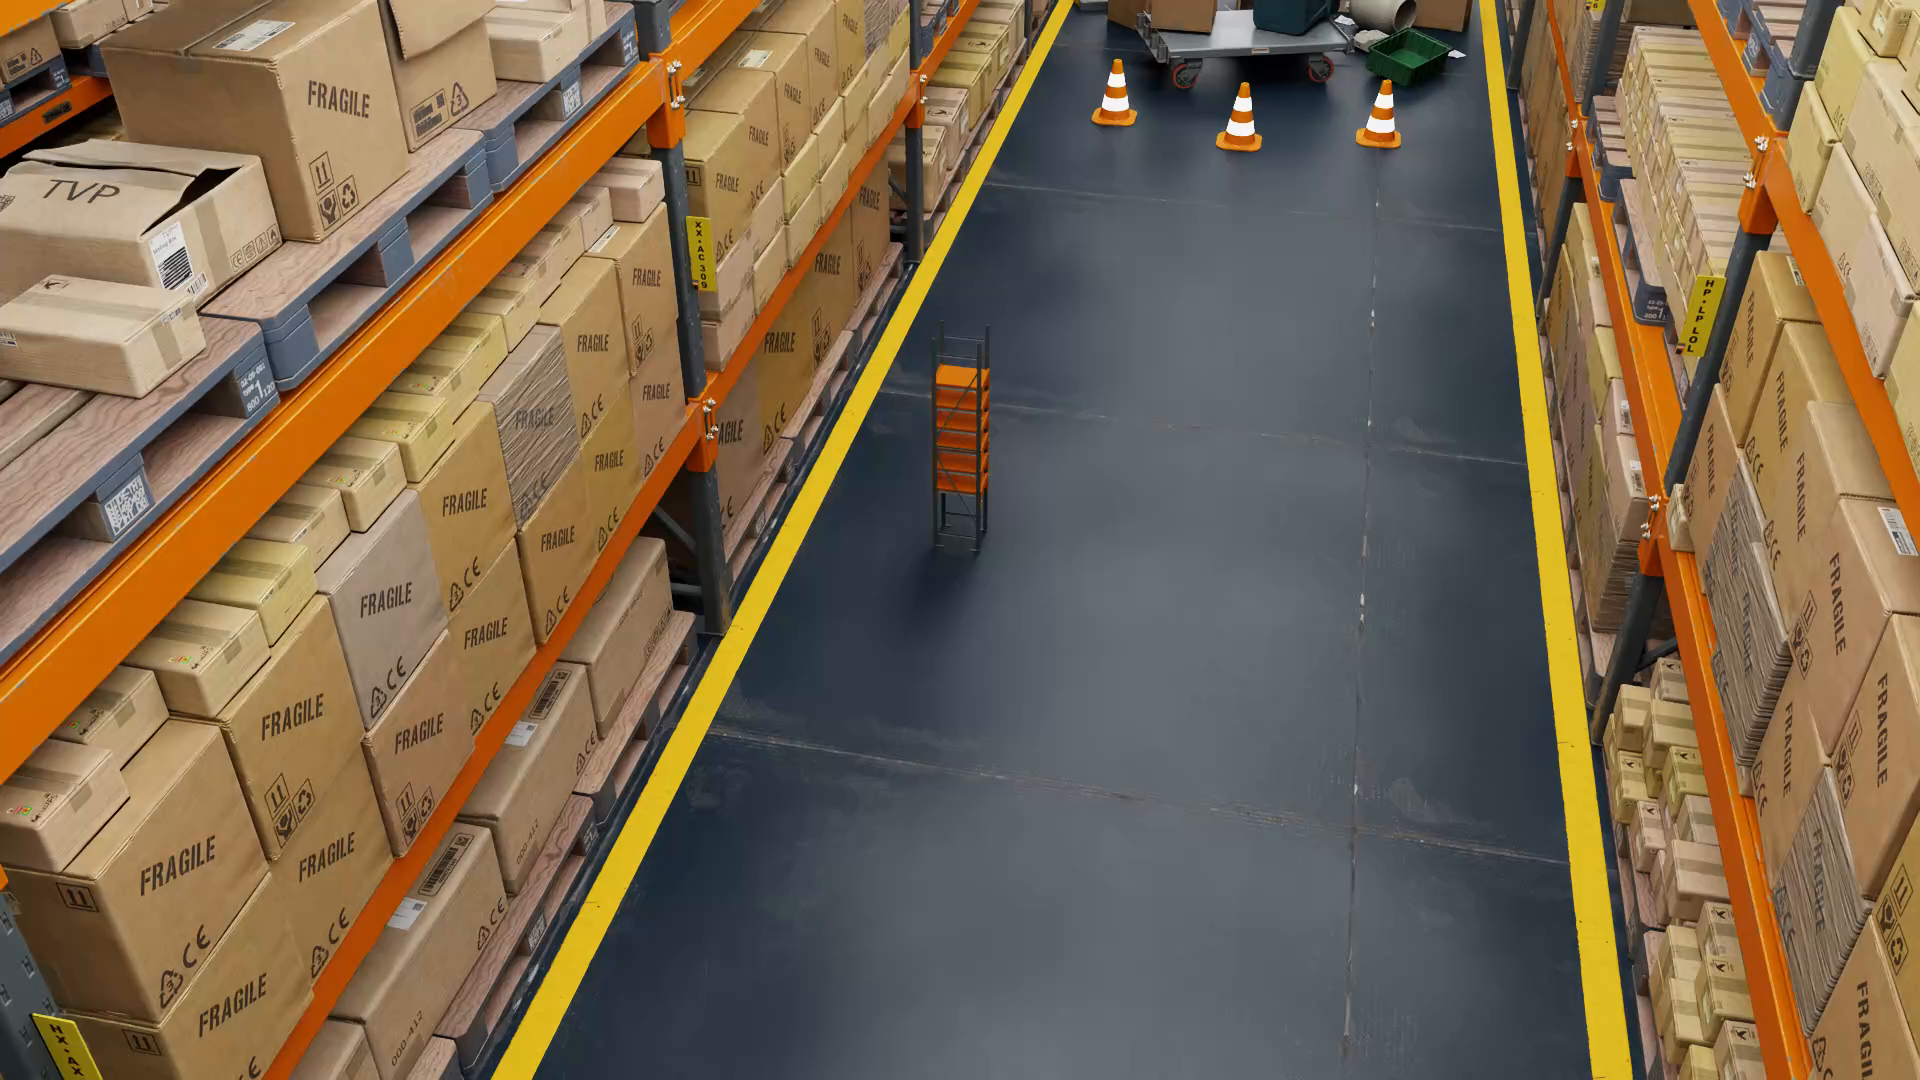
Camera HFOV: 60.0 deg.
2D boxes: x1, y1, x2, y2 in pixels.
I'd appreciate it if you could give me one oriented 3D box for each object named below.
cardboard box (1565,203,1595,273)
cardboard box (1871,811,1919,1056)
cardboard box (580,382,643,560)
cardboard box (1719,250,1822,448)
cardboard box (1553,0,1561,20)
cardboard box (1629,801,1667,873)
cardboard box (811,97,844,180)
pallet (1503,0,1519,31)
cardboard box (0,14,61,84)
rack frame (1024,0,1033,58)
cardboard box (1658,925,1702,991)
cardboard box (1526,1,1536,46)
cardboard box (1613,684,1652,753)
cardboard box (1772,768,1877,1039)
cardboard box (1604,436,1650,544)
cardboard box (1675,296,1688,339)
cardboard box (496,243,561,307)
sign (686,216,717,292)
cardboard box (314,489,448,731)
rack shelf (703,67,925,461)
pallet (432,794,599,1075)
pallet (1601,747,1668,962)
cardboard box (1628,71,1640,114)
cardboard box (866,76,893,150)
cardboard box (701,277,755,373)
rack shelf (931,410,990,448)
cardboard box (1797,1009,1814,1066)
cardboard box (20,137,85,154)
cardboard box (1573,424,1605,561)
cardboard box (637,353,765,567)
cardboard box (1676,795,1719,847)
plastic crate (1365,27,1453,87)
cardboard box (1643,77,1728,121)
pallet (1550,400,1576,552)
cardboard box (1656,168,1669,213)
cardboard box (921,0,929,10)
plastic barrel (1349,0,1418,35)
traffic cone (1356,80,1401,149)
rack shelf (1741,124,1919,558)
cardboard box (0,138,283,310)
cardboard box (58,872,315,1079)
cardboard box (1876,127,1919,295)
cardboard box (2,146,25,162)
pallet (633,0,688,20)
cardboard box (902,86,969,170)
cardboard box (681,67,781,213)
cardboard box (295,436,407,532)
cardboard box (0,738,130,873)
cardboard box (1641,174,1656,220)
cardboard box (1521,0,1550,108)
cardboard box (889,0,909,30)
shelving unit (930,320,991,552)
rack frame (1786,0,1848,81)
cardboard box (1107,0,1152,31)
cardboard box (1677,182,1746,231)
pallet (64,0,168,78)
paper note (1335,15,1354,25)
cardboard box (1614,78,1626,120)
[{"bbox_3d":[3.734,-1.674,9.407,0.500,0.250,0.500,6,36,8],"label":"cardboard box"},{"bbox_3d":[2.372,0.859,3.588,0.500,0.500,0.500,6,36,8],"label":"cardboard box"},{"bbox_3d":[-1.548,-0.294,6.284,0.500,0.500,0.500,6,36,9],"label":"cardboard box"},{"bbox_3d":[2.929,-0.622,5.632,0.500,0.500,0.500,8,37,11],"label":"cardboard box"},{"bbox_3d":[4.272,-3.777,11.090,0.500,0.500,0.500,8,37,11],"label":"cardboard box"},{"bbox_3d":[2.813,1.170,6.421,0.380,0.149,0.250,7,37,10],"label":"cardboard box"},{"bbox_3d":[-0.901,-2.084,8.541,0.500,0.250,0.500,6,36,9],"label":"cardboard box"},{"bbox_3d":[5.470,-4.869,15.059,1.003,0.211,1.213,7,37,10],"label":"pallet"},{"bbox_3d":[-5.757,-3.013,9.676,0.797,0.503,0.637,7,36,9],"label":"cardboard box"},{"bbox_3d":[0.115,-5.433,13.461,1.000,3.000,0.127,7,37,10],"label":"rack frame"},{"bbox_3d":[2.632,1.494,5.721,0.380,0.149,0.250,7,37,10],"label":"cardboard box"},{"bbox_3d":[5.175,-4.532,13.670,0.875,0.875,0.875,8,37,11],"label":"cardboard box"},{"bbox_3d":[2.874,0.747,6.751,0.380,0.149,0.250,9,37,12],"label":"cardboard box"},{"bbox_3d":[2.468,0.971,4.285,0.500,0.500,0.500,7,37,10],"label":"cardboard box"},{"bbox_3d":[3.176,-0.205,7.380,0.500,0.250,0.500,6,36,9],"label":"cardboard box"},{"bbox_3d":[3.265,-0.897,7.058,0.380,0.149,0.250,7,37,10],"label":"cardboard box"},{"bbox_3d":[-1.610,-0.912,5.732,0.380,0.149,0.250,7,37,10],"label":"cardboard box"},{"bbox_3d":[-1.051,-1.161,6.761,0.100,0.325,0.005,7,37,10],"label":"sign"},{"bbox_3d":[-1.861,0.168,4.795,0.500,0.500,0.500,7,37,10],"label":"cardboard box"},{"bbox_3d":[-1.167,-1.702,8.926,1.077,0.370,4.000,7,37,10],"label":"rack shelf"},{"bbox_3d":[-2.091,1.410,6.395,1.003,0.211,1.213,7,37,10],"label":"pallet"},{"bbox_3d":[3.155,1.234,6.637,1.003,0.211,1.213,7,37,10],"label":"pallet"},{"bbox_3d":[3.763,-2.359,8.821,0.380,0.149,0.250,9,37,12],"label":"cardboard box"},{"bbox_3d":[-0.688,-2.462,9.489,0.500,0.250,0.500,8,37,11],"label":"cardboard box"},{"bbox_3d":[-1.242,-1.005,7.479,0.500,0.250,0.500,6,36,9],"label":"cardboard box"},{"bbox_3d":[0.003,-0.555,8.135,0.258,0.103,0.180,7,37,10],"label":"rack shelf"},{"bbox_3d":[2.448,1.308,4.373,0.380,0.149,0.250,6,36,8],"label":"cardboard box"},{"bbox_3d":[-5.676,-2.414,10.515,0.380,0.149,0.250,8,37,11],"label":"cardboard box"},{"bbox_3d":[3.286,-0.192,8.002,0.500,0.500,0.500,6,36,9],"label":"cardboard box"},{"bbox_3d":[-1.539,-0.522,8.137,0.875,0.875,0.875,8,37,11],"label":"cardboard box"},{"bbox_3d":[2.832,1.085,6.032,0.380,0.149,0.250,6,36,9],"label":"cardboard box"},{"bbox_3d":[3.730,-4.019,13.857,0.450,0.188,0.662,36,48,26],"label":"plastic crate"},{"bbox_3d":[3.661,-2.200,8.349,0.380,0.149,0.250,6,36,8],"label":"cardboard box"},{"bbox_3d":[3.687,-0.303,8.759,1.003,0.211,1.213,7,37,10],"label":"pallet"},{"bbox_3d":[3.491,-1.621,7.803,0.380,0.149,0.250,9,37,12],"label":"cardboard box"},{"bbox_3d":[-0.395,-3.529,10.690,0.380,0.149,0.250,5,36,7],"label":"cardboard box"},{"bbox_3d":[3.716,-4.670,14.603,0.421,0.421,0.512,-24,42,-30],"label":"plastic barrel"},{"bbox_3d":[3.211,-3.264,12.629,0.336,0.463,0.334,7,37,10],"label":"traffic cone"},{"bbox_3d":[2.836,-0.061,4.105,1.077,0.370,4.000,7,37,10],"label":"rack shelf"},{"bbox_3d":[-2.080,-0.795,4.137,0.500,0.311,0.500,8,37,11],"label":"cardboard box"},{"bbox_3d":[-2.065,1.167,4.269,0.500,0.500,0.500,7,37,10],"label":"cardboard box"},{"bbox_3d":[2.694,-0.823,4.246,0.500,0.250,0.500,8,37,11],"label":"cardboard box"},{"bbox_3d":[-6.212,-2.475,10.599,0.380,0.149,0.250,6,36,8],"label":"cardboard box"},{"bbox_3d":[-1.446,-2.516,7.042,0.805,0.209,1.217,6,36,8],"label":"pallet"},{"bbox_3d":[-0.459,-2.993,11.975,0.950,0.372,0.625,7,36,9],"label":"cardboard box"},{"bbox_3d":[-1.137,-1.804,7.515,0.500,0.500,0.500,7,37,10],"label":"cardboard box"},{"bbox_3d":[-1.810,-0.172,4.712,0.380,0.149,0.250,8,37,10],"label":"cardboard box"},{"bbox_3d":[-2.102,0.569,3.688,0.380,0.149,0.250,8,37,11],"label":"cardboard box"},{"bbox_3d":[3.544,-1.654,8.103,0.380,0.149,0.250,8,37,11],"label":"cardboard box"},{"bbox_3d":[4.928,-3.763,12.715,1.050,0.750,0.750,7,37,10],"label":"cardboard box"},{"bbox_3d":[-0.594,-3.256,9.520,0.500,0.500,0.500,6,36,9],"label":"cardboard box"},{"bbox_3d":[0.003,-0.494,8.179,0.258,1.200,0.189,7,37,10],"label":"shelving unit"},{"bbox_3d":[3.264,-2.714,4.596,1.000,3.000,0.127,7,37,10],"label":"rack frame"},{"bbox_3d":[1.673,-4.866,14.806,0.500,0.500,0.500,-24,42,-30],"label":"cardboard box"},{"bbox_3d":[3.384,-1.441,7.302,0.380,0.149,0.250,6,36,8],"label":"cardboard box"},{"bbox_3d":[-5.666,-3.285,10.660,1.213,0.211,1.003,7,37,10],"label":"pallet"},{"bbox_3d":[3.475,-4.673,14.949,0.172,0.023,0.155,20,41,26],"label":"paper note"},{"bbox_3d":[3.825,-2.415,9.152,0.380,0.149,0.250,7,36,9],"label":"cardboard box"}]
